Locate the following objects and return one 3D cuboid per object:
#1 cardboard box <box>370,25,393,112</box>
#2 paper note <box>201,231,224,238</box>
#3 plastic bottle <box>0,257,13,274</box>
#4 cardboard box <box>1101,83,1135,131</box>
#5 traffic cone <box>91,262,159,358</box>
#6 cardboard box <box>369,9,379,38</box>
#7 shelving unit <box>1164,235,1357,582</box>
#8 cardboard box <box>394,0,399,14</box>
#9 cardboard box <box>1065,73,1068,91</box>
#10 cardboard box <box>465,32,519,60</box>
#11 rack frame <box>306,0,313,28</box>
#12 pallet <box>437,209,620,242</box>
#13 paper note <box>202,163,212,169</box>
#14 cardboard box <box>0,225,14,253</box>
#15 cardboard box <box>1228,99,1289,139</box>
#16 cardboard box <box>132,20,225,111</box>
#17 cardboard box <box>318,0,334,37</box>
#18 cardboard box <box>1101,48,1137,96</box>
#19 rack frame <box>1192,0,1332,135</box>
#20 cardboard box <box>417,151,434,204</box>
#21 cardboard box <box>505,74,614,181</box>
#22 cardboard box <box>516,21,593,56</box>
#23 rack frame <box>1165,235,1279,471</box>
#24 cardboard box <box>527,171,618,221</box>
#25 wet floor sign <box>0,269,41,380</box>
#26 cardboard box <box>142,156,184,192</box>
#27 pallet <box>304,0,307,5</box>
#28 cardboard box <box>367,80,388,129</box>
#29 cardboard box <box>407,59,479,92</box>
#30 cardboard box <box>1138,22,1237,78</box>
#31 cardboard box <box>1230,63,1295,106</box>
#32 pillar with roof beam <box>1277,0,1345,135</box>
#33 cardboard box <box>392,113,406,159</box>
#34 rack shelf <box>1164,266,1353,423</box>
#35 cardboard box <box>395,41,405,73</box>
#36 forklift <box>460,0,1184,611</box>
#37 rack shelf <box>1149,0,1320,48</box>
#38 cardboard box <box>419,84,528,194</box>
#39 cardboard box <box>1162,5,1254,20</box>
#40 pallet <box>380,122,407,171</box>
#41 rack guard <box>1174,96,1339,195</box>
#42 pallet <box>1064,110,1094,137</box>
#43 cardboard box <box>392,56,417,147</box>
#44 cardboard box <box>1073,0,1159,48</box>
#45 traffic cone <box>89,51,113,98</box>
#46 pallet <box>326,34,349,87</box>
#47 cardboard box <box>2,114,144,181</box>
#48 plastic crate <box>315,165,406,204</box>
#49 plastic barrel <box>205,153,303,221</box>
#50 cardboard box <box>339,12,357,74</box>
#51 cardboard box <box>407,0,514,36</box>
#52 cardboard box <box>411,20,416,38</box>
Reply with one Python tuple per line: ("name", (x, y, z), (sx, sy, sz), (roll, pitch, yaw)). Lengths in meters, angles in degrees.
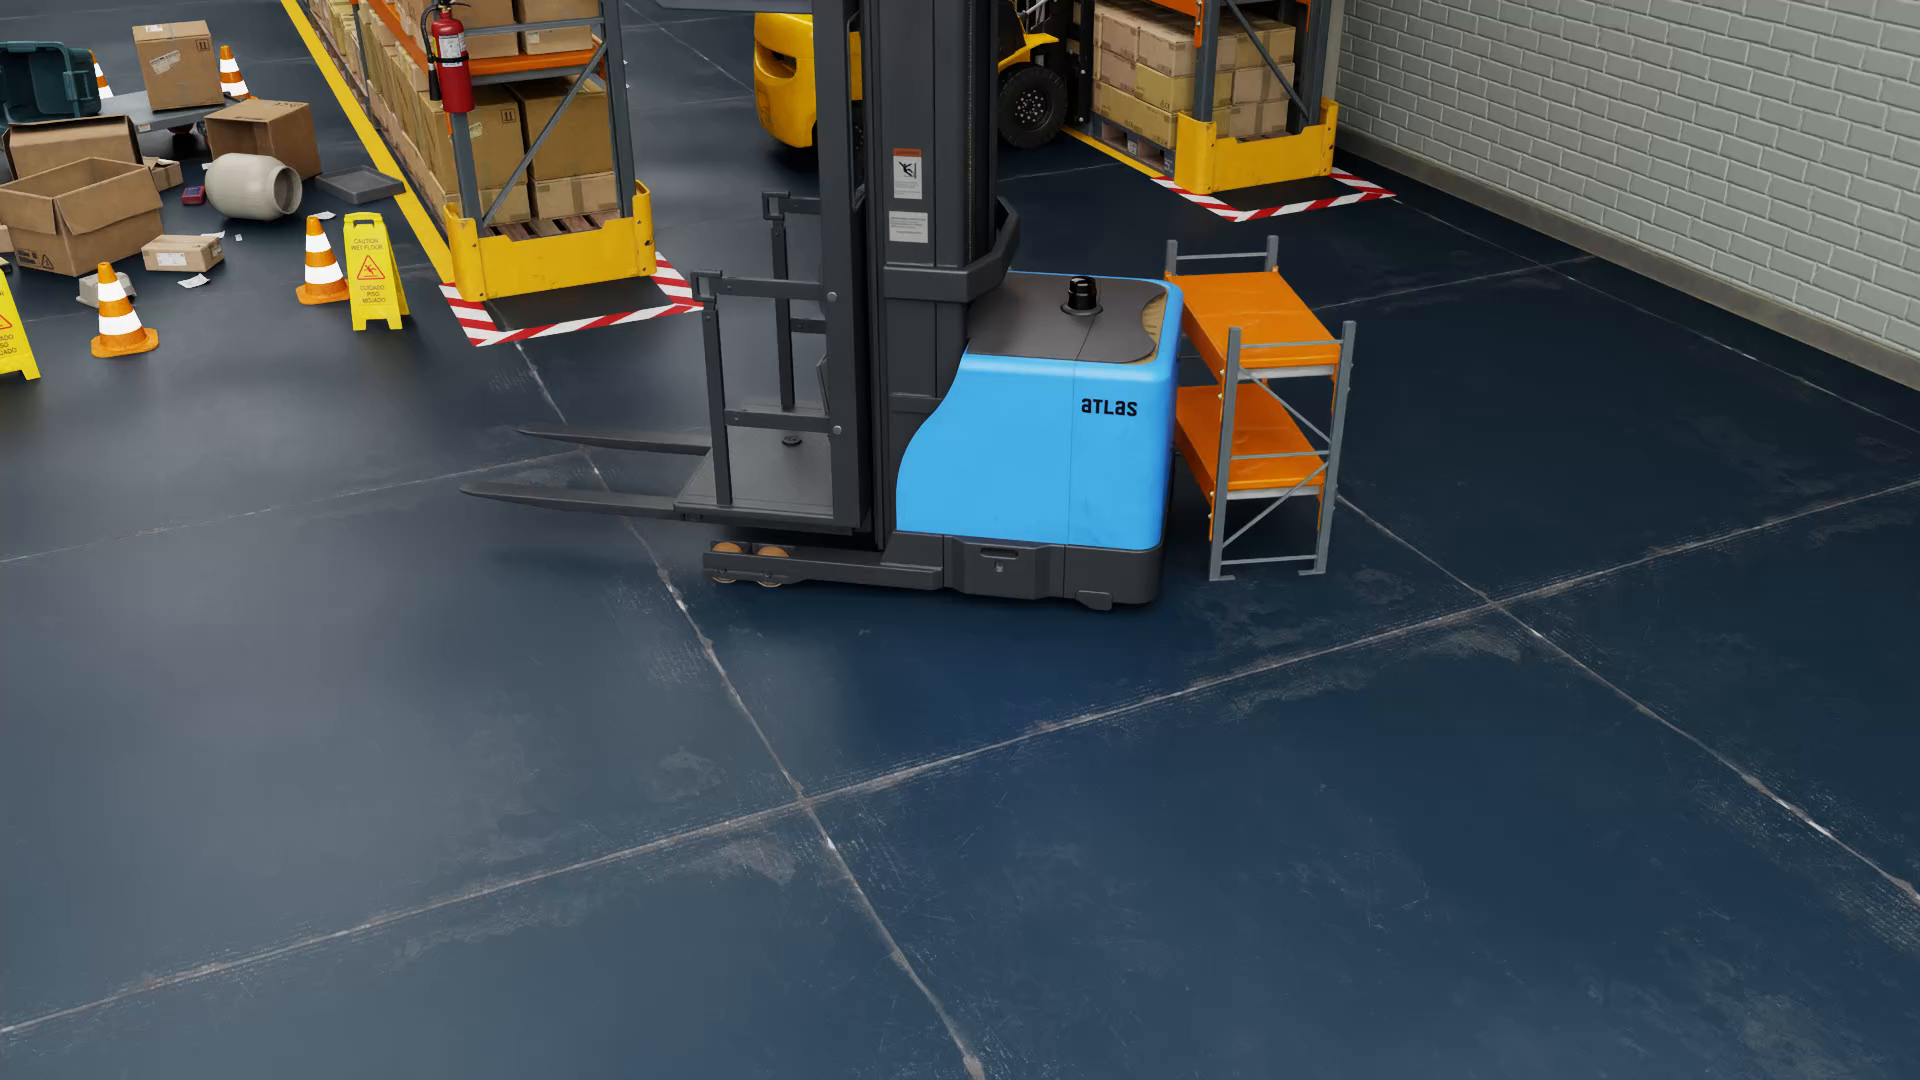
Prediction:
("cardboard box", (-3.869, -3.382, 11.829), (0.500, 0.500, 0.500), (-12, 31, -20))
("paper note", (-4.835, -1.961, 10.728), (0.148, 0.019, 0.142), (-3, 29, -5))
("plastic bottle", (-5.936, -1.691, 10.202), (0.283, 0.061, 0.133), (26, 38, 38))
("cardboard box", (1.387, -3.246, 12.353), (0.500, 0.250, 0.500), (-13, 32, -22))
("traffic cone", (-4.608, -1.284, 9.068), (0.336, 0.463, 0.334), (-13, 32, -22))
("cardboard box", (-3.888, -3.604, 11.563), (0.380, 0.149, 0.250), (-12, 31, -20))
("shelving unit", (1.221, -0.587, 7.146), (0.538, 1.125, 1.048), (-4, 29, -7))
("cardboard box", (-3.368, -3.416, 10.532), (0.380, 0.149, 0.250), (-13, 32, -22))
("cardboard box", (0.937, -3.693, 13.152), (0.500, 0.250, 0.500), (-12, 31, -20))
("cardboard box", (-2.756, -2.866, 9.551), (0.380, 0.149, 0.250), (-12, 31, -20))
("rack frame", (-5.837, -6.389, 15.577), (1.000, 3.000, 0.127), (-13, 32, -22))
("pallet", (-2.752, -2.039, 10.670), (1.003, 0.211, 1.213), (-13, 32, -22))
("paper note", (-5.433, -2.735, 12.096), (0.148, 0.019, 0.142), (-13, 32, -22))
("cardboard box", (-6.145, -1.973, 10.497), (0.396, 0.266, 0.258), (-8, 30, -13))
("cardboard box", (2.045, -3.141, 12.166), (0.500, 0.250, 0.500), (-13, 32, -22))
("cardboard box", (-5.714, -3.475, 12.162), (0.500, 0.500, 0.500), (-13, 32, -22))
("cardboard box", (-5.279, -4.850, 15.090), (0.950, 0.372, 0.625), (-14, 32, -23))
("cardboard box", (1.382, -3.474, 12.249), (0.500, 0.250, 0.500), (-13, 32, -22))
("rack frame", (2.079, -3.899, 11.136), (1.000, 3.000, 0.127), (-13, 32, -22))
("cardboard box", (-3.207, -2.370, 10.792), (0.500, 0.250, 0.500), (-13, 32, -22))
("cardboard box", (-2.509, -2.591, 10.419), (0.500, 0.500, 0.500), (-14, 32, -24))
("cardboard box", (-2.361, -2.939, 9.681), (0.380, 0.149, 0.250), (-13, 32, -22))
("rack frame", (1.155, -0.833, 7.586), (0.500, 1.125, 0.032), (-4, 29, -7))
("cardboard box", (-2.499, -2.253, 10.584), (0.500, 0.250, 0.500), (-13, 32, -22))
("wet floor sign", (-5.029, -1.147, 8.636), (0.267, 0.644, 0.232), (-19, 35, -30))
("cardboard box", (-5.708, -2.619, 11.649), (0.396, 0.266, 0.258), (13, 32, 21))
("pallet", (-6.107, -5.537, 16.908), (1.003, 0.211, 1.213), (-13, 32, -22))
("cardboard box", (-4.110, -3.289, 12.430), (0.500, 0.250, 0.500), (-15, 32, -24))
("cardboard box", (-3.200, -2.896, 10.300), (0.380, 0.149, 0.250), (-12, 31, -21))
("cardboard box", (1.600, -3.457, 11.708), (0.500, 0.250, 0.500), (-12, 31, -20))
("cardboard box", (2.065, -3.352, 12.032), (0.500, 0.250, 0.500), (-12, 32, -21))
("pillar with roof beam", (-1.294, -6.109, 8.943), (9.100, 9.000, 0.400), (-13, 32, -22))
("cardboard box", (-3.640, -2.821, 11.597), (0.500, 0.250, 0.500), (-14, 32, -23))
("rack shelf", (1.222, -0.842, 7.003), (0.538, 0.278, 1.000), (-4, 29, -7))
("cardboard box", (-3.416, -3.125, 10.708), (0.380, 0.149, 0.250), (-12, 31, -20))
("forklift", (-0.613, -1.331, 6.627), (3.031, 2.935, 1.130), (5, 30, 9))
("rack shelf", (1.221, -4.469, 12.888), (1.077, 0.370, 4.000), (-13, 32, -22))
("cardboard box", (-2.982, -2.465, 10.195), (0.500, 0.500, 0.500), (-13, 32, -22))
("cardboard box", (1.826, -3.791, 12.303), (0.500, 0.250, 0.500), (-13, 32, -22))
("pallet", (-3.799, -3.117, 12.592), (1.003, 0.211, 1.213), (-13, 32, -22))
("rack guard", (2.090, -2.798, 11.729), (1.175, 0.500, 0.348), (-13, 32, -22))
("pallet", (1.193, -3.550, 13.365), (1.003, 0.211, 1.213), (-13, 32, -22))
("cardboard box", (-3.419, -2.919, 11.005), (0.500, 0.500, 0.500), (-14, 32, -23))
("cardboard box", (1.150, -3.902, 12.501), (0.500, 0.250, 0.500), (-13, 32, -21))
("traffic cone", (-6.944, -3.688, 13.353), (0.336, 0.463, 0.334), (-13, 32, -22))
("pallet", (-4.983, -4.289, 14.683), (1.003, 0.211, 1.213), (-13, 32, -22))
("cardboard box", (-5.852, -2.481, 11.021), (0.797, 0.637, 0.503), (-13, 32, -22))
("plastic crate", (-4.186, -2.483, 11.596), (0.583, 0.080, 0.402), (26, 38, 38))
("plastic barrel", (-4.656, -2.326, 10.965), (0.512, 0.421, 0.421), (7, 30, 13))
("cardboard box", (-4.658, -4.207, 13.943), (0.950, 0.372, 0.625), (-11, 31, -19))
("cardboard box", (-2.884, -3.210, 9.502), (0.500, 0.500, 0.500), (-14, 32, -23))
("cardboard box", (-3.056, -3.072, 9.919), (0.380, 0.149, 0.250), (-14, 32, -23))
